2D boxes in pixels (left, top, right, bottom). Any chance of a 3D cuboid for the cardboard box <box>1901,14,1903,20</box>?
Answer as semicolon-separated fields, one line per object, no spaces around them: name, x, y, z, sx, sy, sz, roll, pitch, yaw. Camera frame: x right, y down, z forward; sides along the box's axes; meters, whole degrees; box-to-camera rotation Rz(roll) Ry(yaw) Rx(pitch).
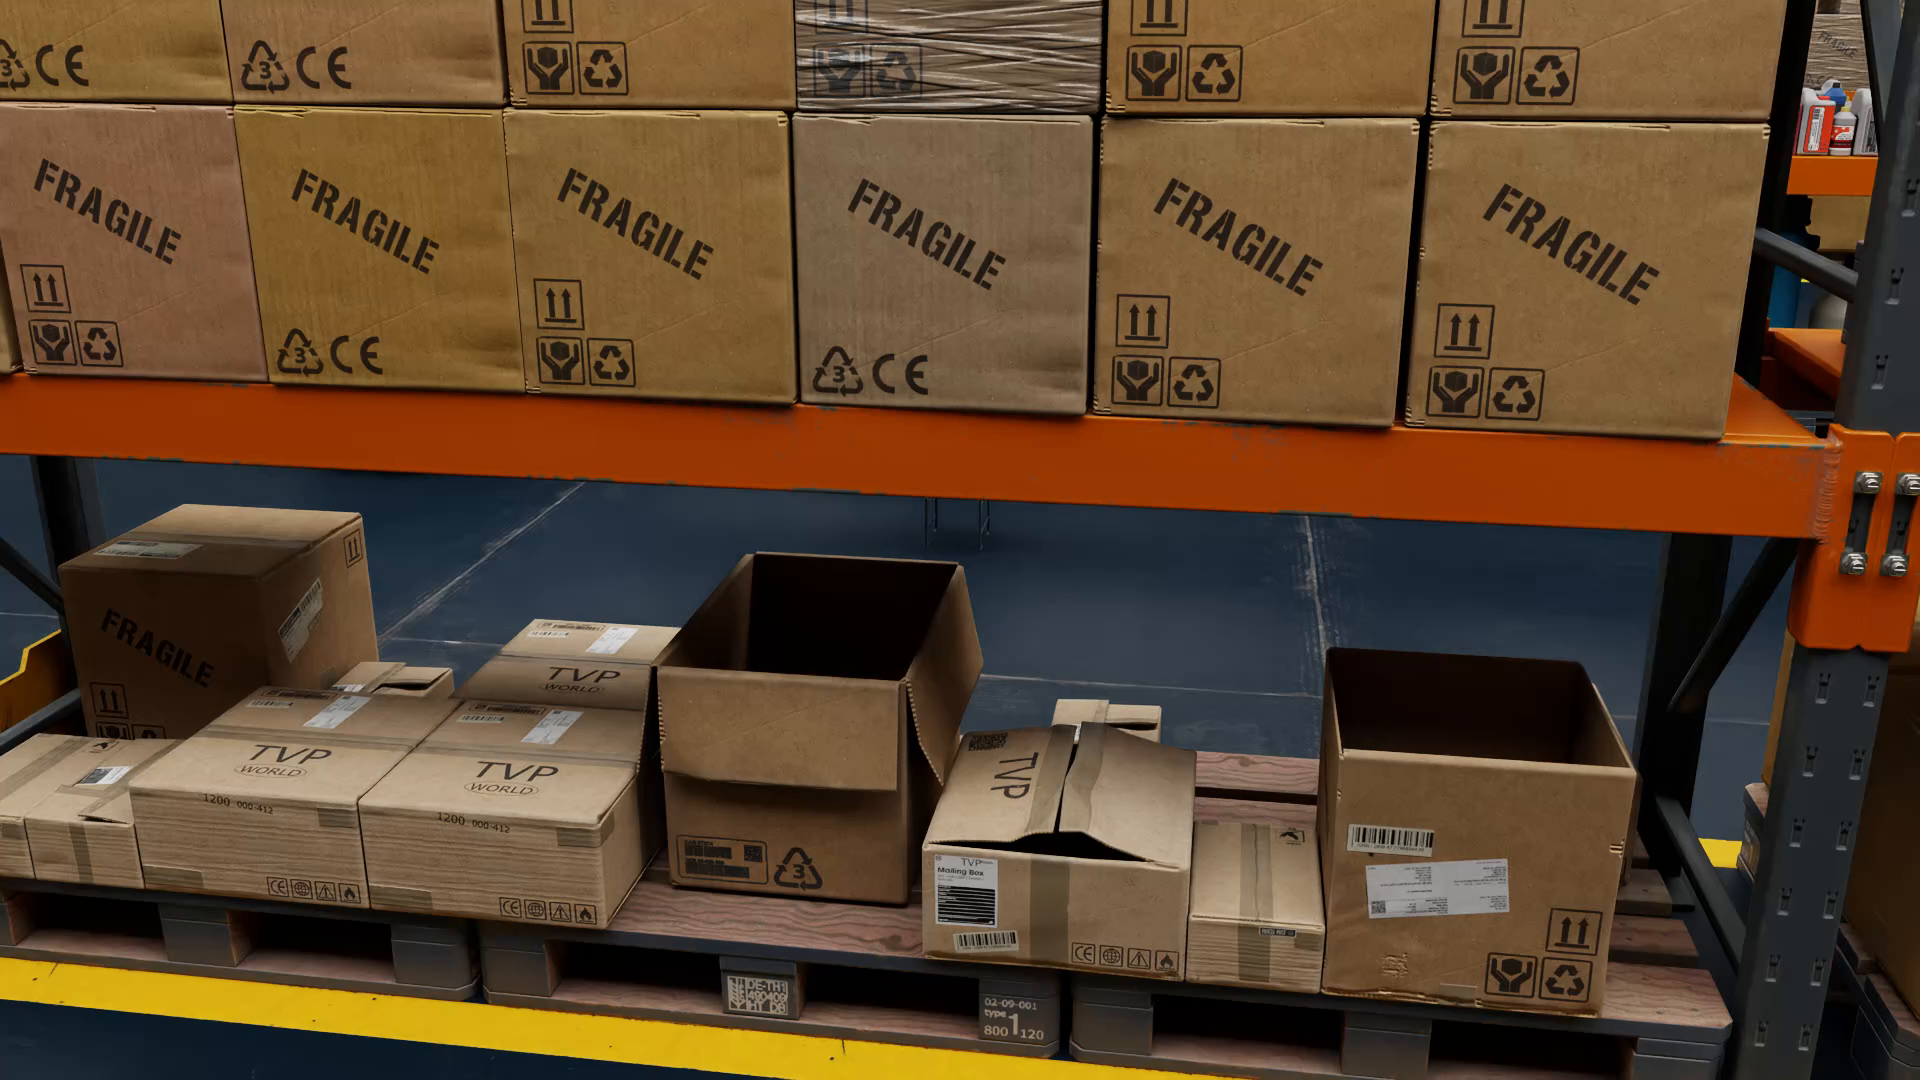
cardboard box;6.560;-3.390;11.551;0.500;0.500;0.500;4;19;10

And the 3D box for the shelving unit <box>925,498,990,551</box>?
shelving unit;-0.008;-0.427;6.162;0.210;0.900;0.258;3;19;9

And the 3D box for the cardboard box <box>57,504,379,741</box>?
cardboard box;-1.811;0.232;4.129;0.500;0.500;0.500;3;19;9

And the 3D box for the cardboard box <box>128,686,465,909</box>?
cardboard box;-1.402;0.542;3.597;0.500;0.250;0.500;3;19;9

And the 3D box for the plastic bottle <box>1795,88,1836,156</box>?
plastic bottle;3.662;-1.797;7.143;0.135;0.276;0.152;3;19;9

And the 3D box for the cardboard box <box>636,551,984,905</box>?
cardboard box;-0.294;0.388;3.656;0.637;0.503;0.797;3;19;9

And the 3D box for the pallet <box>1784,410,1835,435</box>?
pallet;4.315;-0.611;7.795;1.213;0.211;1.003;3;19;9

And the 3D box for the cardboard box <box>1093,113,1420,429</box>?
cardboard box;0.519;-0.512;2.947;0.500;0.500;0.500;3;19;10

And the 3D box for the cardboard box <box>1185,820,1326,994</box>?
cardboard box;0.575;0.710;3.255;0.250;0.149;0.380;3;19;9

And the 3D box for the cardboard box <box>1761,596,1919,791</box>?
cardboard box;2.095;0.418;3.573;0.500;0.500;0.500;3;19;8

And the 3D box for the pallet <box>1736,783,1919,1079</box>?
pallet;2.371;0.858;3.407;1.213;0.211;1.003;3;19;9

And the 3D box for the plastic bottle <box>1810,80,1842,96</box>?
plastic bottle;4.012;-2.006;7.766;0.135;0.276;0.152;3;19;9

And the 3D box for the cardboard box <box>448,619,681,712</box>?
cardboard box;-0.878;0.408;3.998;0.500;0.250;0.500;3;19;9

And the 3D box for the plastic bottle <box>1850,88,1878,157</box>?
plastic bottle;3.891;-1.786;7.108;0.135;0.276;0.152;3;19;9

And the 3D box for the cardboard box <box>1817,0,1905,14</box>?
cardboard box;6.367;-3.961;11.675;0.637;0.503;0.797;4;19;11

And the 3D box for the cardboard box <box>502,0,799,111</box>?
cardboard box;-0.479;-1.036;2.938;0.500;0.500;0.500;3;19;8

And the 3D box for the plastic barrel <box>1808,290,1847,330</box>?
plastic barrel;4.128;-0.940;7.644;0.421;0.512;0.421;0;18;0

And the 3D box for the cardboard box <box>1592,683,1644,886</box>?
cardboard box;1.182;0.484;3.674;0.500;0.311;0.500;3;19;9

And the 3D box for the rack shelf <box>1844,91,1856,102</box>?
rack shelf;5.112;-3.155;12.140;4.000;0.370;1.077;3;19;9

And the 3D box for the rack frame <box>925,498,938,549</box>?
rack frame;-0.108;-0.432;6.177;0.006;0.900;0.240;3;19;9

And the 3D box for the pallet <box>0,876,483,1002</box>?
pallet;-1.525;0.671;3.965;1.213;0.211;1.003;3;19;9

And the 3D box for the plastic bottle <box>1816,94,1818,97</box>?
plastic bottle;3.686;-1.845;7.286;0.135;0.276;0.152;3;19;9

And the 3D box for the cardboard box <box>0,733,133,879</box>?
cardboard box;-2.028;0.577;3.651;0.250;0.149;0.380;3;19;9

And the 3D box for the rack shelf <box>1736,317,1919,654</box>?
rack shelf;3.537;-0.052;2.865;4.000;0.370;1.077;3;19;9

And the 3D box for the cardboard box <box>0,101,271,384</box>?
cardboard box;-1.481;-0.613;3.251;0.500;0.500;0.500;3;19;8

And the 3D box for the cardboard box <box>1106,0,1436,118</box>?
cardboard box;0.515;-0.985;2.785;0.500;0.500;0.500;3;19;8

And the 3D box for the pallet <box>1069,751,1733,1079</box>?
pallet;0.884;0.794;3.598;1.213;0.211;1.003;3;19;9

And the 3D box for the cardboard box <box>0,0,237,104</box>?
cardboard box;-1.474;-1.088;3.094;0.500;0.500;0.500;3;19;9

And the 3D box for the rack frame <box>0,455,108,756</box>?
rack frame;-2.387;-0.695;3.653;0.127;3.000;1.000;3;19;9

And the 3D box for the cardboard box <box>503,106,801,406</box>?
cardboard box;-0.492;-0.561;3.096;0.500;0.500;0.500;3;19;9
